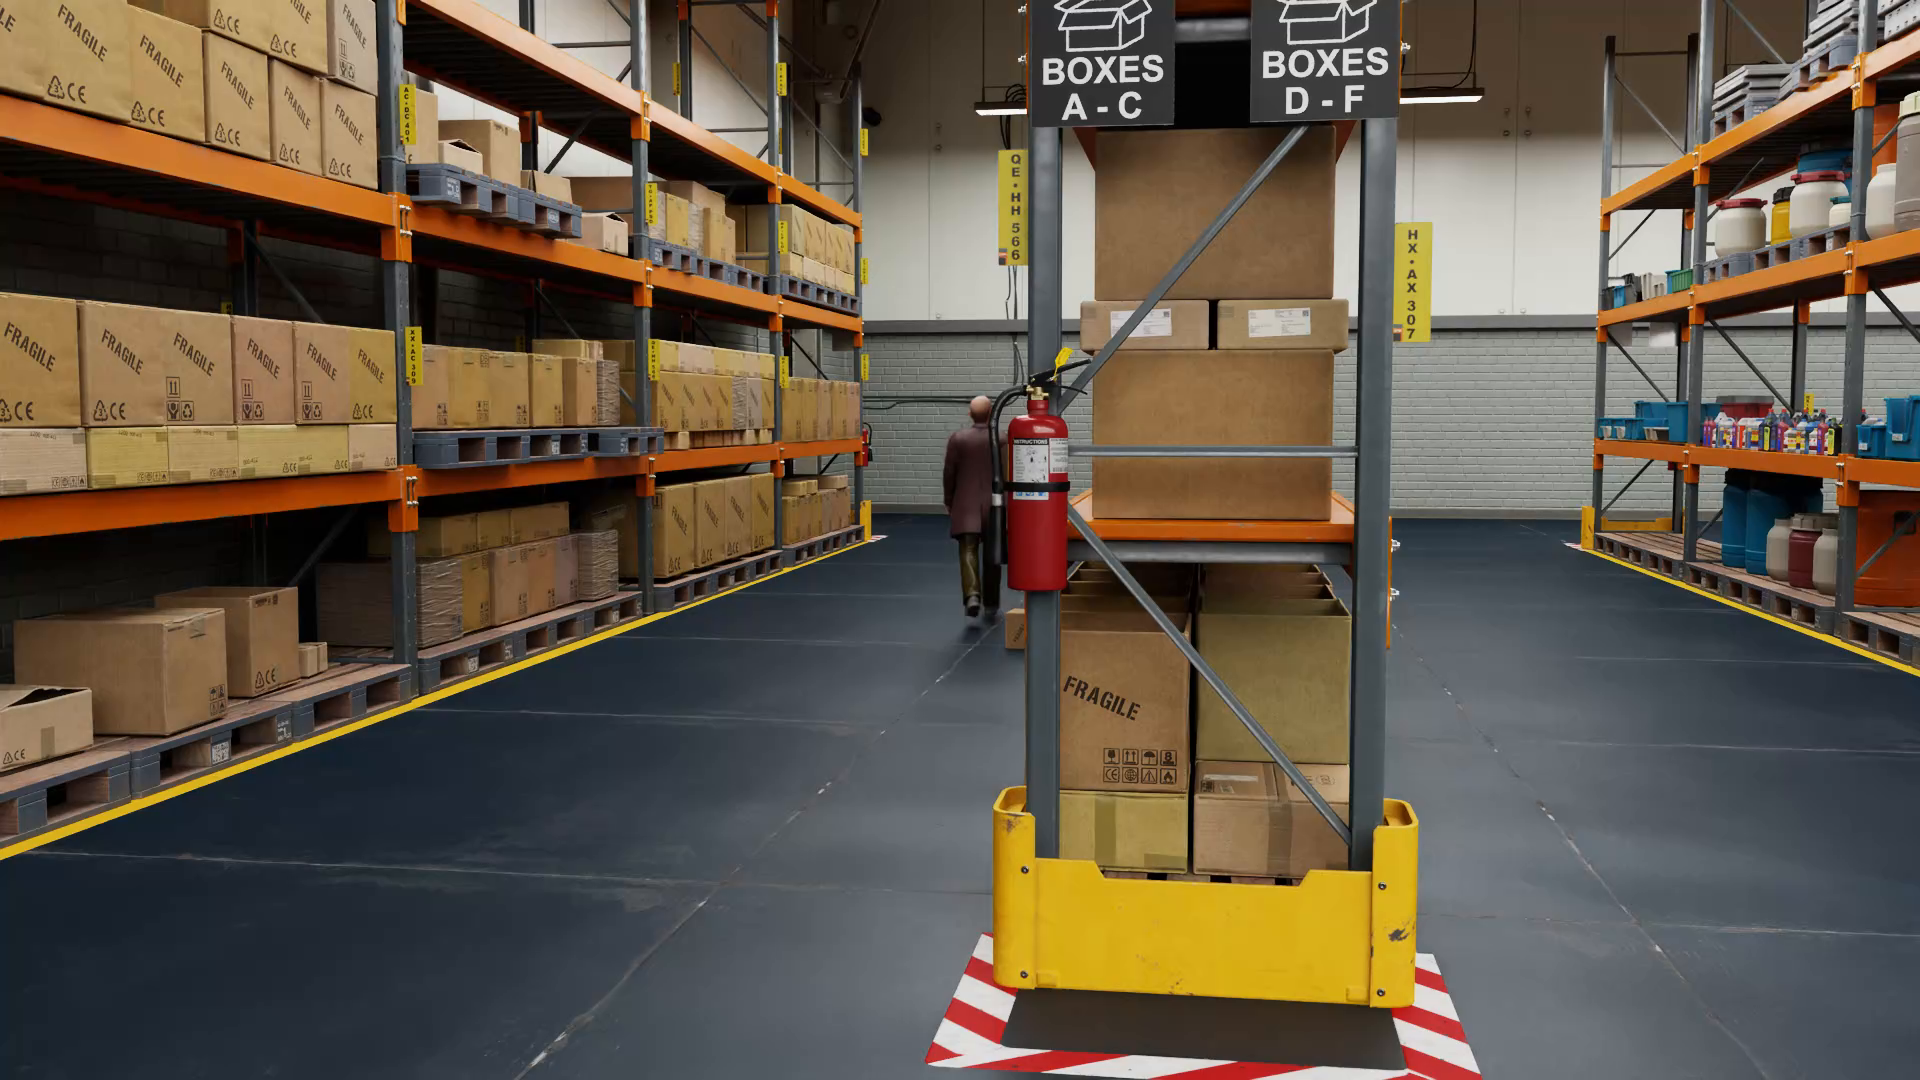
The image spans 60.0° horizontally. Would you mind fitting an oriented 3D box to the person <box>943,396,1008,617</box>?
[{"bbox_3d":[0.151,-0.255,12.943,0.565,1.732,1.100,0,4,-1],"label":"person"}]
